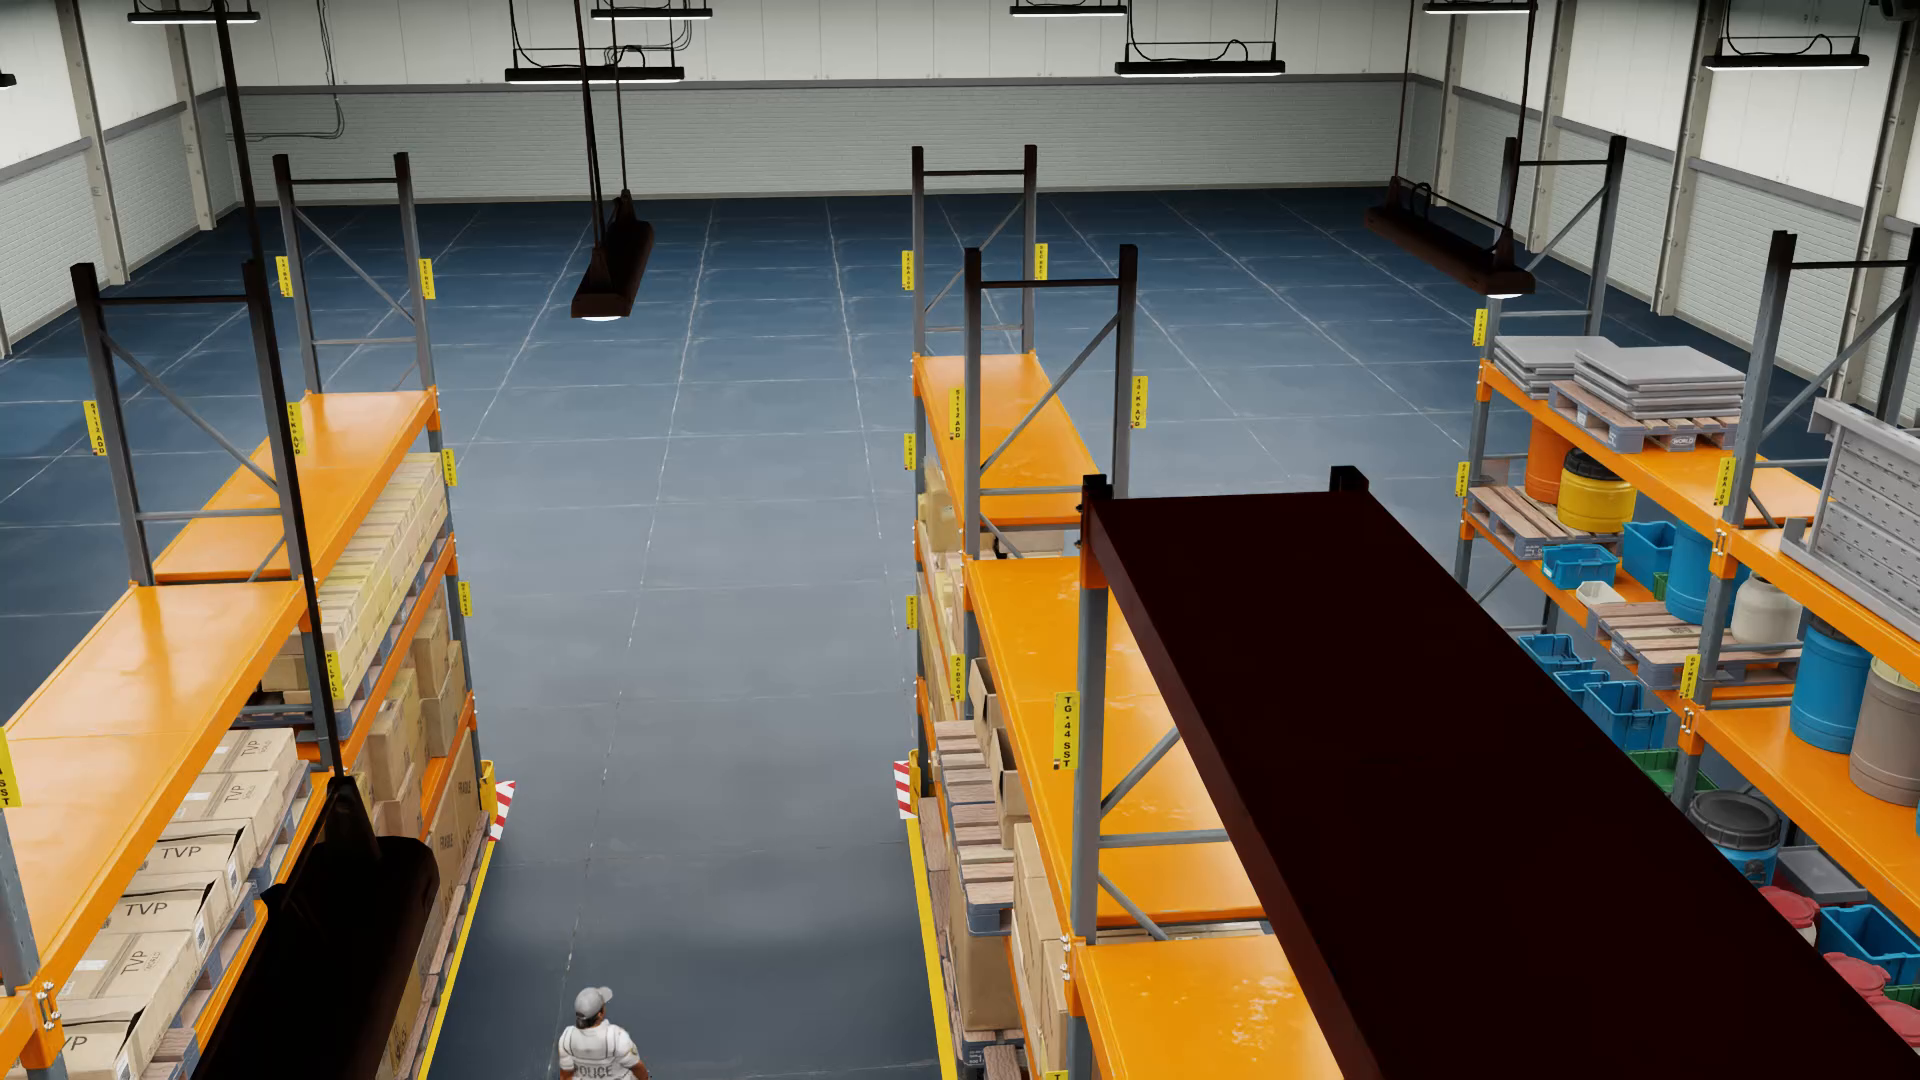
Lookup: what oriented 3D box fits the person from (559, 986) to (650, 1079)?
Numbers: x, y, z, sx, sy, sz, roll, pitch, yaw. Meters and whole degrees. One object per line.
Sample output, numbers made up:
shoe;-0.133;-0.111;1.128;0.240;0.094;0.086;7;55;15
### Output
person;-2.244;3.501;10.587;0.524;1.603;1.031;4;22;10
